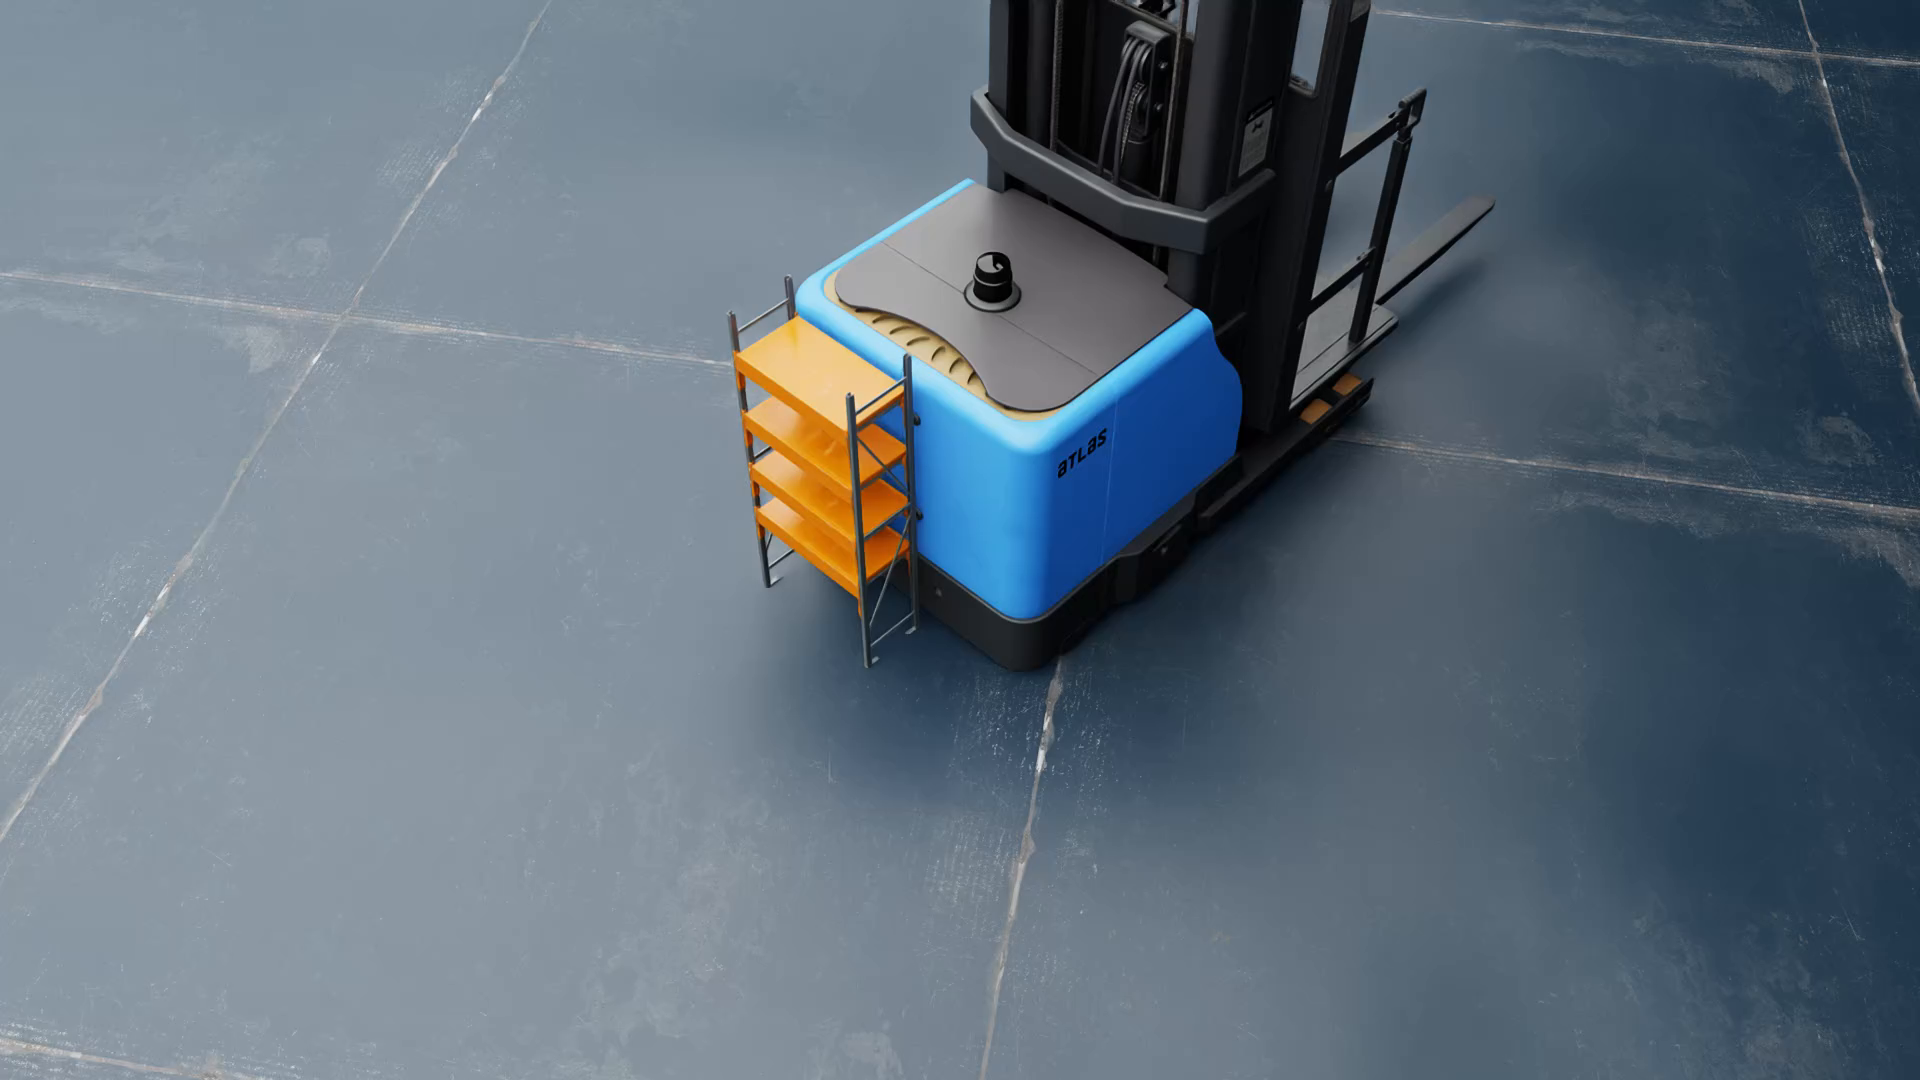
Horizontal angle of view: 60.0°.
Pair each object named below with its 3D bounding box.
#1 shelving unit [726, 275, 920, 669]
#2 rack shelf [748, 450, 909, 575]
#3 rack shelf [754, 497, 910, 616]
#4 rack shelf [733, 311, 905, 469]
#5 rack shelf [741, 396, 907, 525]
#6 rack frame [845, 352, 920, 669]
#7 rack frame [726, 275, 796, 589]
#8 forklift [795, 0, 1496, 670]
[{"bbox_3d":[-0.398,-0.178,5.103,0.503,1.200,0.258,36,57,28],"label":"shelving unit"},{"bbox_3d":[-0.398,-0.133,5.153,0.480,0.148,0.258,36,57,28],"label":"rack shelf"},{"bbox_3d":[-0.397,0.000,5.300,0.480,0.148,0.258,36,57,28],"label":"rack shelf"},{"bbox_3d":[-0.398,-0.440,4.810,0.480,0.148,0.258,36,57,28],"label":"rack shelf"},{"bbox_3d":[-0.398,-0.282,4.986,0.480,0.148,0.258,36,57,28],"label":"rack shelf"},{"bbox_3d":[-0.222,-0.052,4.990,0.015,1.200,0.240,36,57,28],"label":"rack frame"},{"bbox_3d":[-0.574,-0.303,5.215,0.015,1.200,0.240,36,57,28],"label":"rack frame"},{"bbox_3d":[0.870,-1.566,5.187,1.130,2.935,3.031,36,57,28],"label":"forklift"}]
